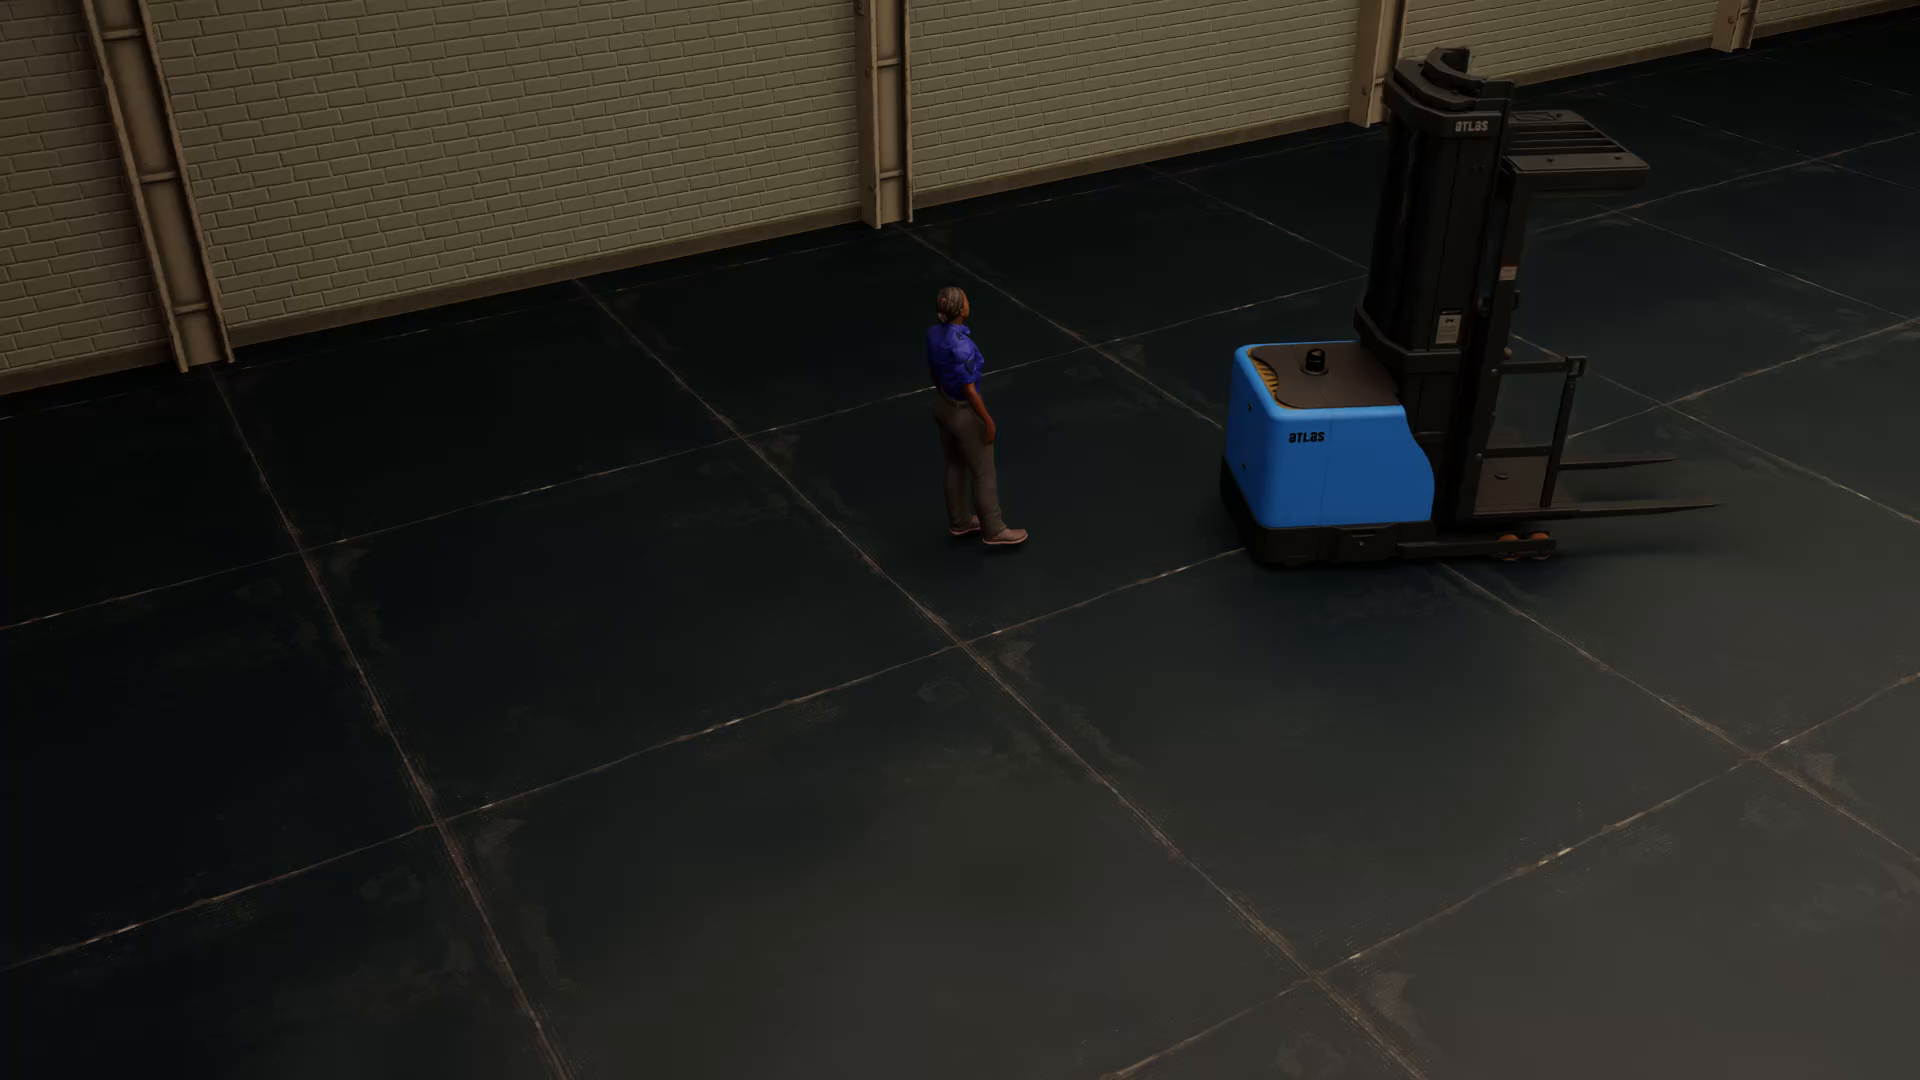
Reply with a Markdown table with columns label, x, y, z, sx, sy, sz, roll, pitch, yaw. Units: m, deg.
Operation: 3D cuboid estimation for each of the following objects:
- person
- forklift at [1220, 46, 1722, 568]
| label | x | y | z | sx | sy | sz | roll | pitch | yaw |
| --- | --- | --- | --- | --- | --- | --- | --- | --- | --- |
| person | 0.085 | -0.765 | 10.075 | 0.503 | 1.655 | 0.570 | -17 | 35 | -26 |
| forklift | 3.256 | -1.393 | 9.973 | 3.031 | 2.935 | 1.130 | -3 | 31 | -5 |
